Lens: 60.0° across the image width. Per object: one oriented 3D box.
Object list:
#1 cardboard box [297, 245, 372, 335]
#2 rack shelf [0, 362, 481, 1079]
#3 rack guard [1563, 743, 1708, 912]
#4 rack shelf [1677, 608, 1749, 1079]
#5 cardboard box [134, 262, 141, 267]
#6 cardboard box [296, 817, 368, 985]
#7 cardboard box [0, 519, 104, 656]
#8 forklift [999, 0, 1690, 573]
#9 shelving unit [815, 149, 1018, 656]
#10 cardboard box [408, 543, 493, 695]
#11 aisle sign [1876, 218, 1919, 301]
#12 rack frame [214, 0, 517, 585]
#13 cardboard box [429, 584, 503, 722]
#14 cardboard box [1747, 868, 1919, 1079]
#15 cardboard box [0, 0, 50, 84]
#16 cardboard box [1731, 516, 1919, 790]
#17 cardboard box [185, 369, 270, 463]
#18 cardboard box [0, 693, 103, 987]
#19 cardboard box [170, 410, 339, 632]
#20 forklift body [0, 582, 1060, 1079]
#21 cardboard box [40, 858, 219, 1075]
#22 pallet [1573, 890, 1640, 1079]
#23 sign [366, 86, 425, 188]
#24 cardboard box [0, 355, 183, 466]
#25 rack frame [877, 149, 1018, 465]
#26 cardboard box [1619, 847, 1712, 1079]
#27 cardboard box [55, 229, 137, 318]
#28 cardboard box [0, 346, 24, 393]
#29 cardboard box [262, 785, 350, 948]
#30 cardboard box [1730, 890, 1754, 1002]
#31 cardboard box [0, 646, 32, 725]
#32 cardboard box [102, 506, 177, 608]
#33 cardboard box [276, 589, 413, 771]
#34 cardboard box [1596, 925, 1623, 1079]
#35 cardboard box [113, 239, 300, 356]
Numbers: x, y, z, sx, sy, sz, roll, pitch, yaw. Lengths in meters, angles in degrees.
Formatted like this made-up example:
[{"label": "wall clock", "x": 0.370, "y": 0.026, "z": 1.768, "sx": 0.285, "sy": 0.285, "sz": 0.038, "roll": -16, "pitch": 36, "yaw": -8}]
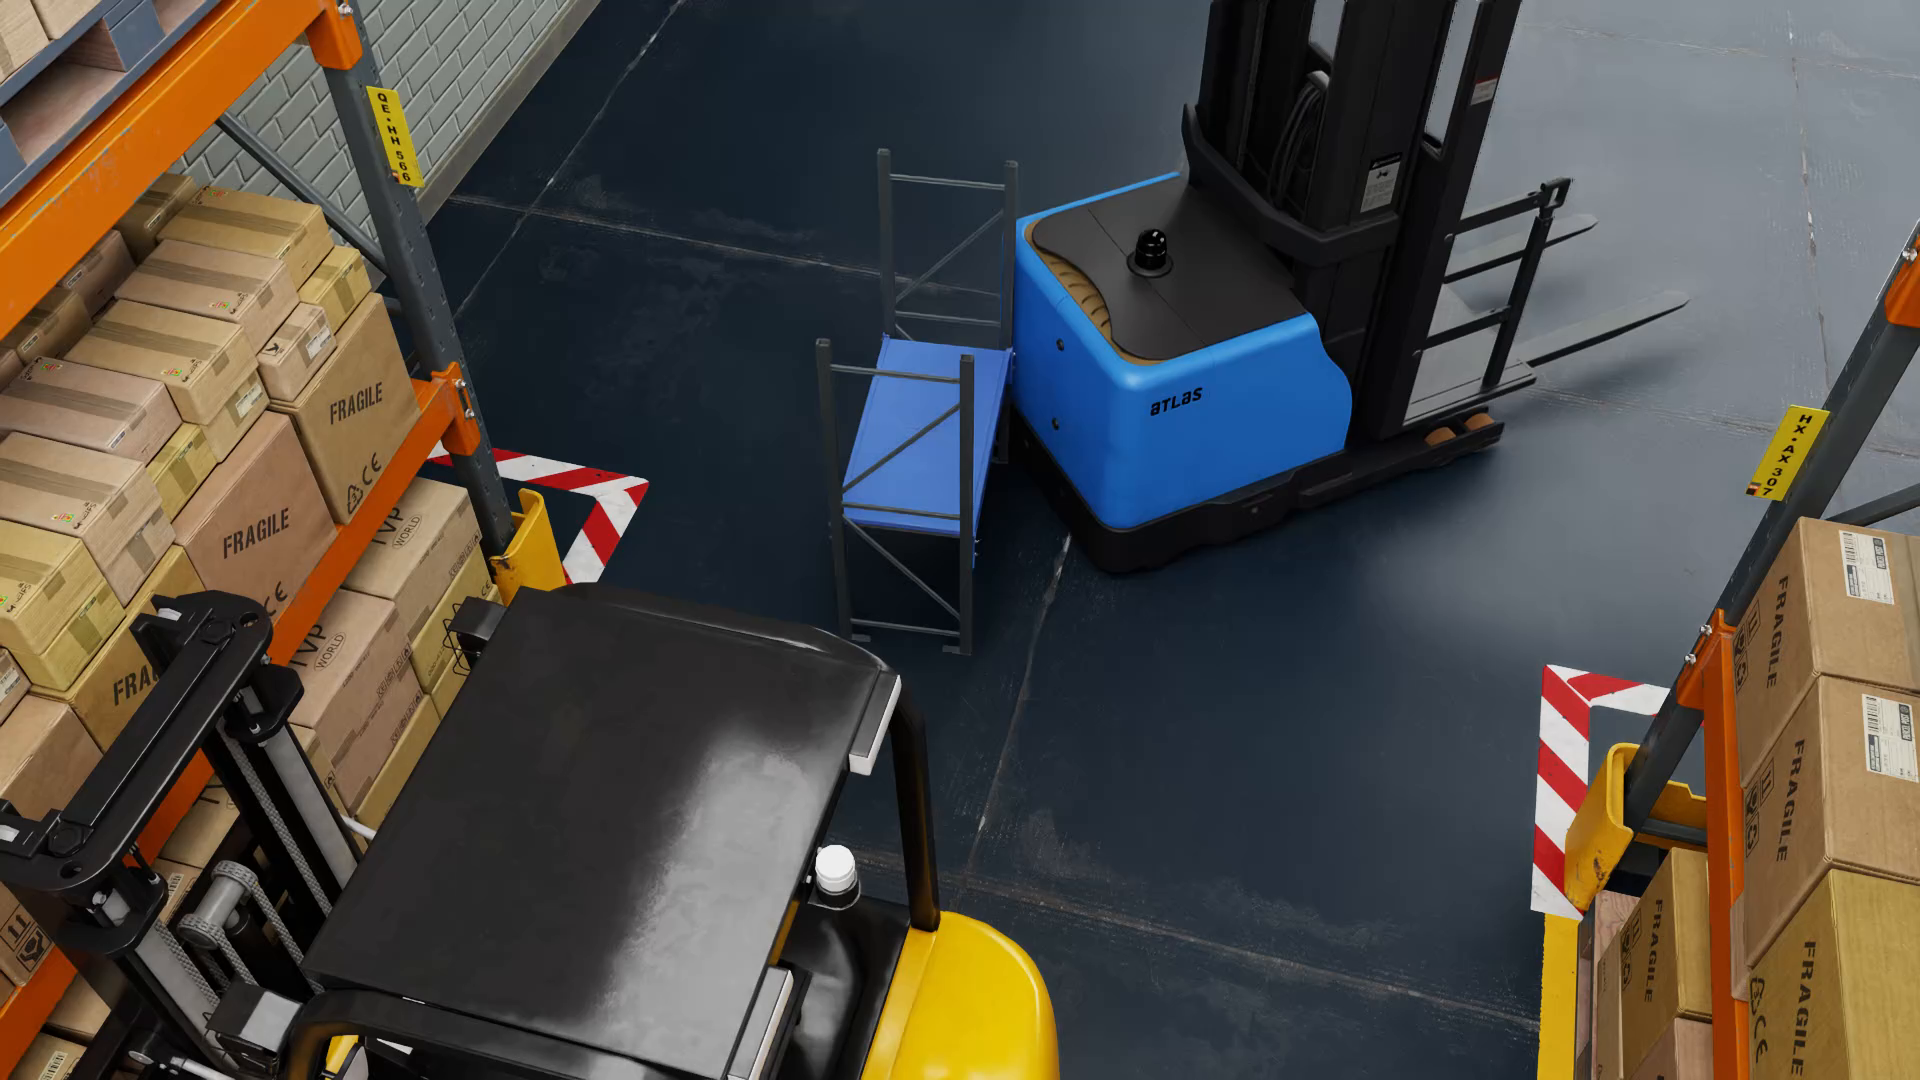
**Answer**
[{"label": "cardboard box", "x": -1.955, "y": -0.746, "z": 4.827, "sx": 0.380, "sy": 0.149, "sz": 0.250, "roll": 12, "pitch": 50, "yaw": 11}, {"label": "rack shelf", "x": -2.660, "y": 0.880, "z": 4.371, "sx": 1.077, "sy": 0.370, "sz": 4.000, "roll": 12, "pitch": 50, "yaw": 10}, {"label": "rack guard", "x": 2.636, "y": 1.055, "z": 5.405, "sx": 1.175, "sy": 0.500, "sz": 0.348, "roll": 12, "pitch": 50, "yaw": 10}, {"label": "rack shelf", "x": 2.130, "y": 1.857, "z": 3.509, "sx": 1.077, "sy": 0.370, "sz": 4.000, "roll": 12, "pitch": 50, "yaw": 10}, {"label": "cardboard box", "x": -2.473, "y": -0.858, "z": 4.926, "sx": 0.380, "sy": 0.149, "sz": 0.250, "roll": 10, "pitch": 49, "yaw": 9}, {"label": "cardboard box", "x": -2.233, "y": 1.087, "z": 5.263, "sx": 0.500, "sy": 0.250, "sz": 0.500, "roll": 12, "pitch": 50, "yaw": 10}, {"label": "cardboard box", "x": -2.264, "y": 0.093, "z": 3.888, "sx": 0.380, "sy": 0.149, "sz": 0.250, "roll": 12, "pitch": 50, "yaw": 11}, {"label": "forklift", "x": 1.701, "y": -1.614, "z": 6.139, "sx": 3.031, "sy": 2.935, "sz": 1.130, "roll": -20, "pitch": 52, "yaw": -17}, {"label": "shelving unit", "x": -0.124, "y": -0.474, "z": 6.087, "sx": 0.538, "sy": 1.500, "sz": 1.048, "roll": 7, "pitch": 49, "yaw": 6}, {"label": "cardboard box", "x": -1.960, "y": 0.215, "z": 5.699, "sx": 0.500, "sy": 0.250, "sz": 0.500, "roll": 11, "pitch": 49, "yaw": 10}, {"label": "aisle sign", "x": 2.373, "y": -0.794, "z": 3.635, "sx": 0.394, "sy": 0.787, "sz": 0.004, "roll": 12, "pitch": 50, "yaw": 10}, {"label": "rack frame", "x": -2.134, "y": -0.804, "z": 5.378, "sx": 1.000, "sy": 3.000, "sz": 0.127, "roll": 12, "pitch": 50, "yaw": 10}, {"label": "cardboard box", "x": -1.953, "y": 0.369, "z": 5.896, "sx": 0.500, "sy": 0.250, "sz": 0.500, "roll": 12, "pitch": 50, "yaw": 10}, {"label": "cardboard box", "x": 1.998, "y": 1.073, "z": 3.456, "sx": 0.500, "sy": 0.500, "sz": 0.500, "roll": 11, "pitch": 49, "yaw": 9}, {"label": "cardboard box", "x": -2.126, "y": -1.082, "z": 3.365, "sx": 0.396, "sy": 0.266, "sz": 0.258, "roll": 12, "pitch": 50, "yaw": 10}, {"label": "cardboard box", "x": 2.264, "y": 0.329, "z": 4.113, "sx": 0.500, "sy": 0.500, "sz": 0.500, "roll": 11, "pitch": 49, "yaw": 9}, {"label": "cardboard box", "x": -2.121, "y": -0.380, "z": 4.504, "sx": 0.380, "sy": 0.149, "sz": 0.250, "roll": 12, "pitch": 50, "yaw": 11}, {"label": "cardboard box", "x": -2.412, "y": 0.680, "z": 4.001, "sx": 0.500, "sy": 0.500, "sz": 0.500, "roll": 12, "pitch": 50, "yaw": 10}, {"label": "cardboard box", "x": -2.155, "y": -0.056, "z": 4.651, "sx": 0.500, "sy": 0.500, "sz": 0.500, "roll": 13, "pitch": 50, "yaw": 11}, {"label": "forklift body", "x": -0.873, "y": 1.208, "z": 4.168, "sx": 2.313, "sy": 2.155, "sz": 1.214, "roll": 12, "pitch": 50, "yaw": 10}, {"label": "cardboard box", "x": -2.347, "y": 1.133, "z": 4.555, "sx": 0.500, "sy": 0.250, "sz": 0.500, "roll": 11, "pitch": 49, "yaw": 9}, {"label": "pallet", "x": 2.388, "y": 1.731, "z": 5.000, "sx": 1.003, "sy": 0.211, "sz": 1.213, "roll": 12, "pitch": 50, "yaw": 10}, {"label": "sign", "x": -1.614, "y": -1.149, "z": 4.752, "sx": 0.100, "sy": 0.325, "sz": 0.005, "roll": 12, "pitch": 50, "yaw": 10}, {"label": "cardboard box", "x": -2.240, "y": -0.305, "z": 4.240, "sx": 0.380, "sy": 0.149, "sz": 0.250, "roll": 12, "pitch": 50, "yaw": 10}, {"label": "rack frame", "x": -0.045, "y": -0.850, "z": 6.419, "sx": 0.500, "sy": 1.500, "sz": 0.032, "roll": 7, "pitch": 49, "yaw": 6}, {"label": "cardboard box", "x": 2.171, "y": 1.242, "z": 4.626, "sx": 0.500, "sy": 0.500, "sz": 0.500, "roll": 10, "pitch": 49, "yaw": 9}, {"label": "cardboard box", "x": -2.559, "y": -0.770, "z": 4.650, "sx": 0.380, "sy": 0.149, "sz": 0.250, "roll": 13, "pitch": 50, "yaw": 11}, {"label": "cardboard box", "x": -2.665, "y": -0.397, "z": 4.321, "sx": 0.380, "sy": 0.149, "sz": 0.250, "roll": 12, "pitch": 50, "yaw": 10}, {"label": "cardboard box", "x": -2.218, "y": 0.953, "z": 5.047, "sx": 0.500, "sy": 0.250, "sz": 0.500, "roll": 11, "pitch": 49, "yaw": 9}, {"label": "cardboard box", "x": 2.055, "y": 0.996, "z": 3.956, "sx": 0.380, "sy": 0.149, "sz": 0.250, "roll": 12, "pitch": 50, "yaw": 11}, {"label": "cardboard box", "x": -2.421, "y": 0.350, "z": 3.860, "sx": 0.380, "sy": 0.149, "sz": 0.250, "roll": 11, "pitch": 50, "yaw": 10}, {"label": "cardboard box", "x": -2.222, "y": 0.000, "z": 4.169, "sx": 0.380, "sy": 0.149, "sz": 0.250, "roll": 10, "pitch": 49, "yaw": 9}, {"label": "cardboard box", "x": -2.083, "y": 0.401, "z": 5.201, "sx": 0.500, "sy": 0.250, "sz": 0.500, "roll": 12, "pitch": 50, "yaw": 11}, {"label": "cardboard box", "x": 2.177, "y": 1.472, "z": 4.923, "sx": 0.500, "sy": 0.250, "sz": 0.500, "roll": 11, "pitch": 50, "yaw": 10}, {"label": "cardboard box", "x": -2.060, "y": -0.665, "z": 4.558, "sx": 0.380, "sy": 0.149, "sz": 0.250, "roll": 12, "pitch": 50, "yaw": 10}]
